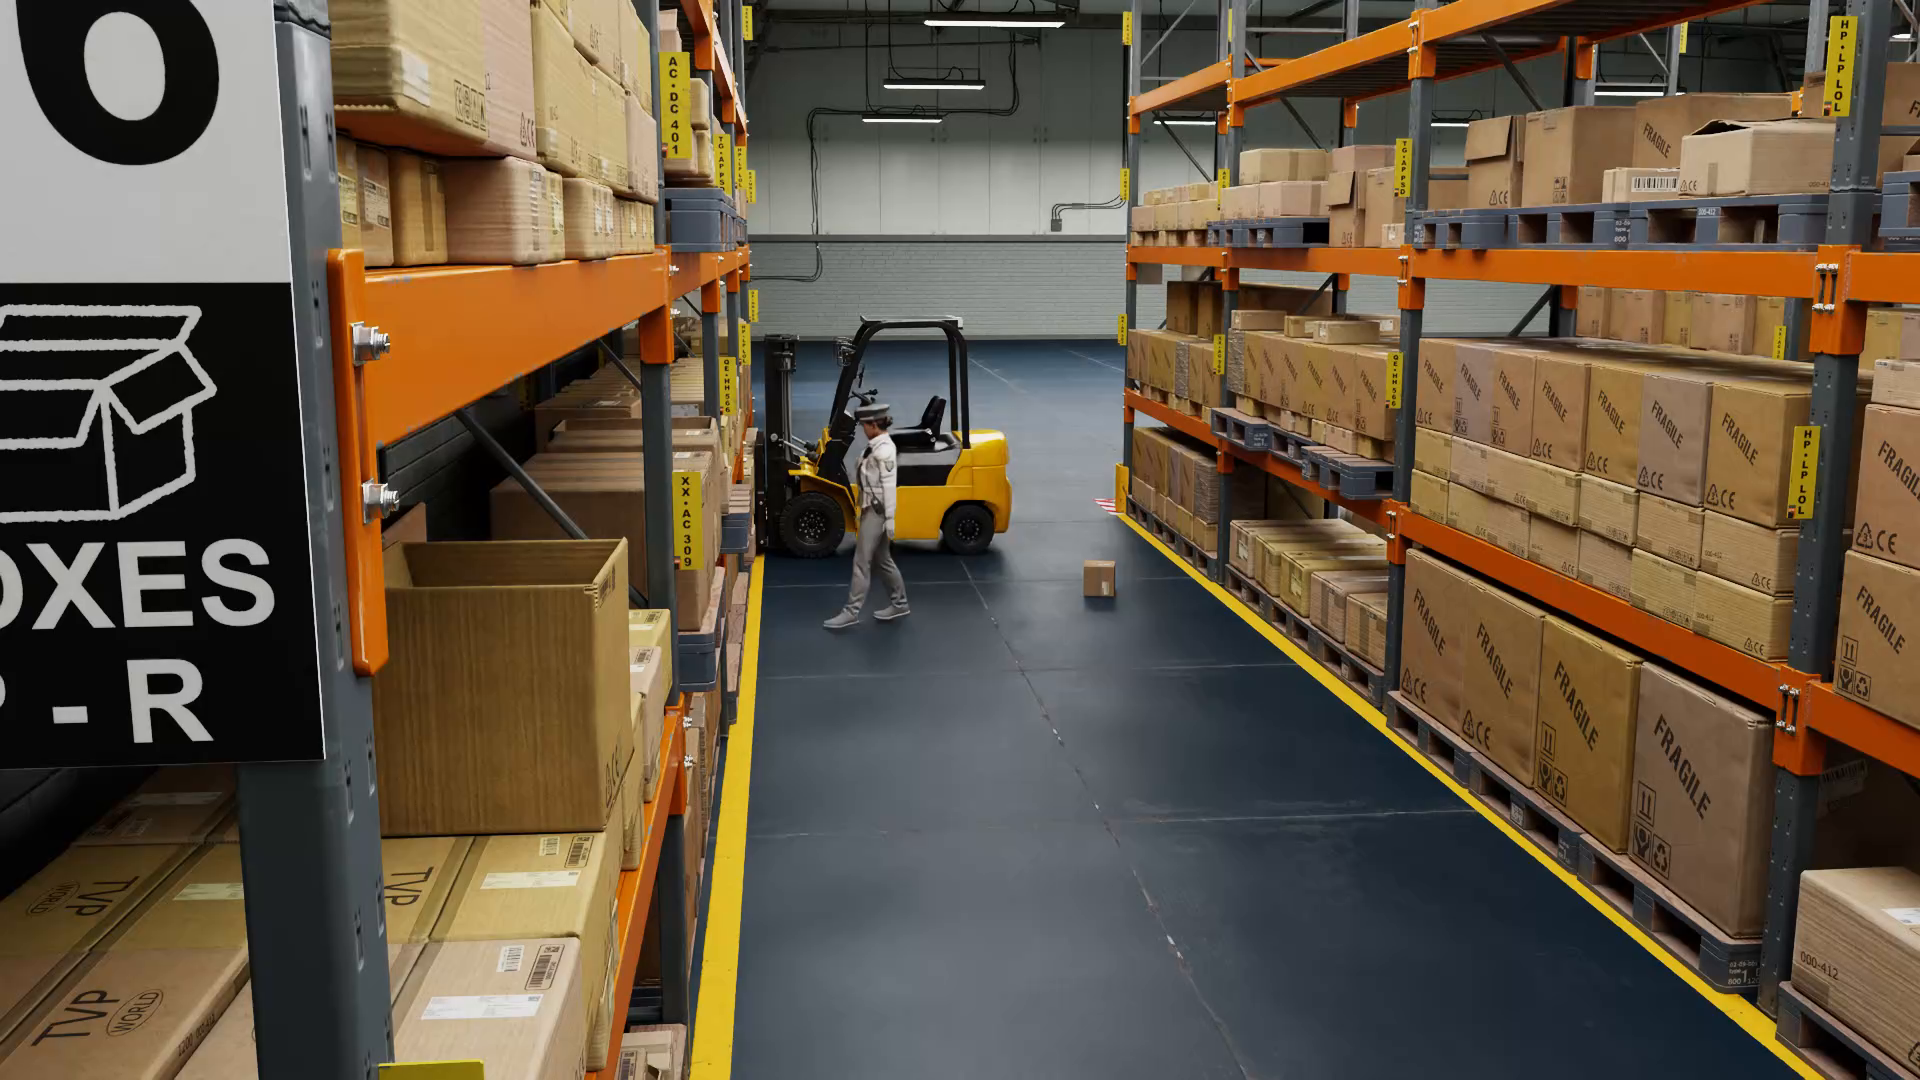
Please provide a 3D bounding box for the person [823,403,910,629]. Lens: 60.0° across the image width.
[{"bbox_3d":[-0.712,-0.193,12.416,0.708,1.646,0.520,-2,10,-13],"label":"person"}]
